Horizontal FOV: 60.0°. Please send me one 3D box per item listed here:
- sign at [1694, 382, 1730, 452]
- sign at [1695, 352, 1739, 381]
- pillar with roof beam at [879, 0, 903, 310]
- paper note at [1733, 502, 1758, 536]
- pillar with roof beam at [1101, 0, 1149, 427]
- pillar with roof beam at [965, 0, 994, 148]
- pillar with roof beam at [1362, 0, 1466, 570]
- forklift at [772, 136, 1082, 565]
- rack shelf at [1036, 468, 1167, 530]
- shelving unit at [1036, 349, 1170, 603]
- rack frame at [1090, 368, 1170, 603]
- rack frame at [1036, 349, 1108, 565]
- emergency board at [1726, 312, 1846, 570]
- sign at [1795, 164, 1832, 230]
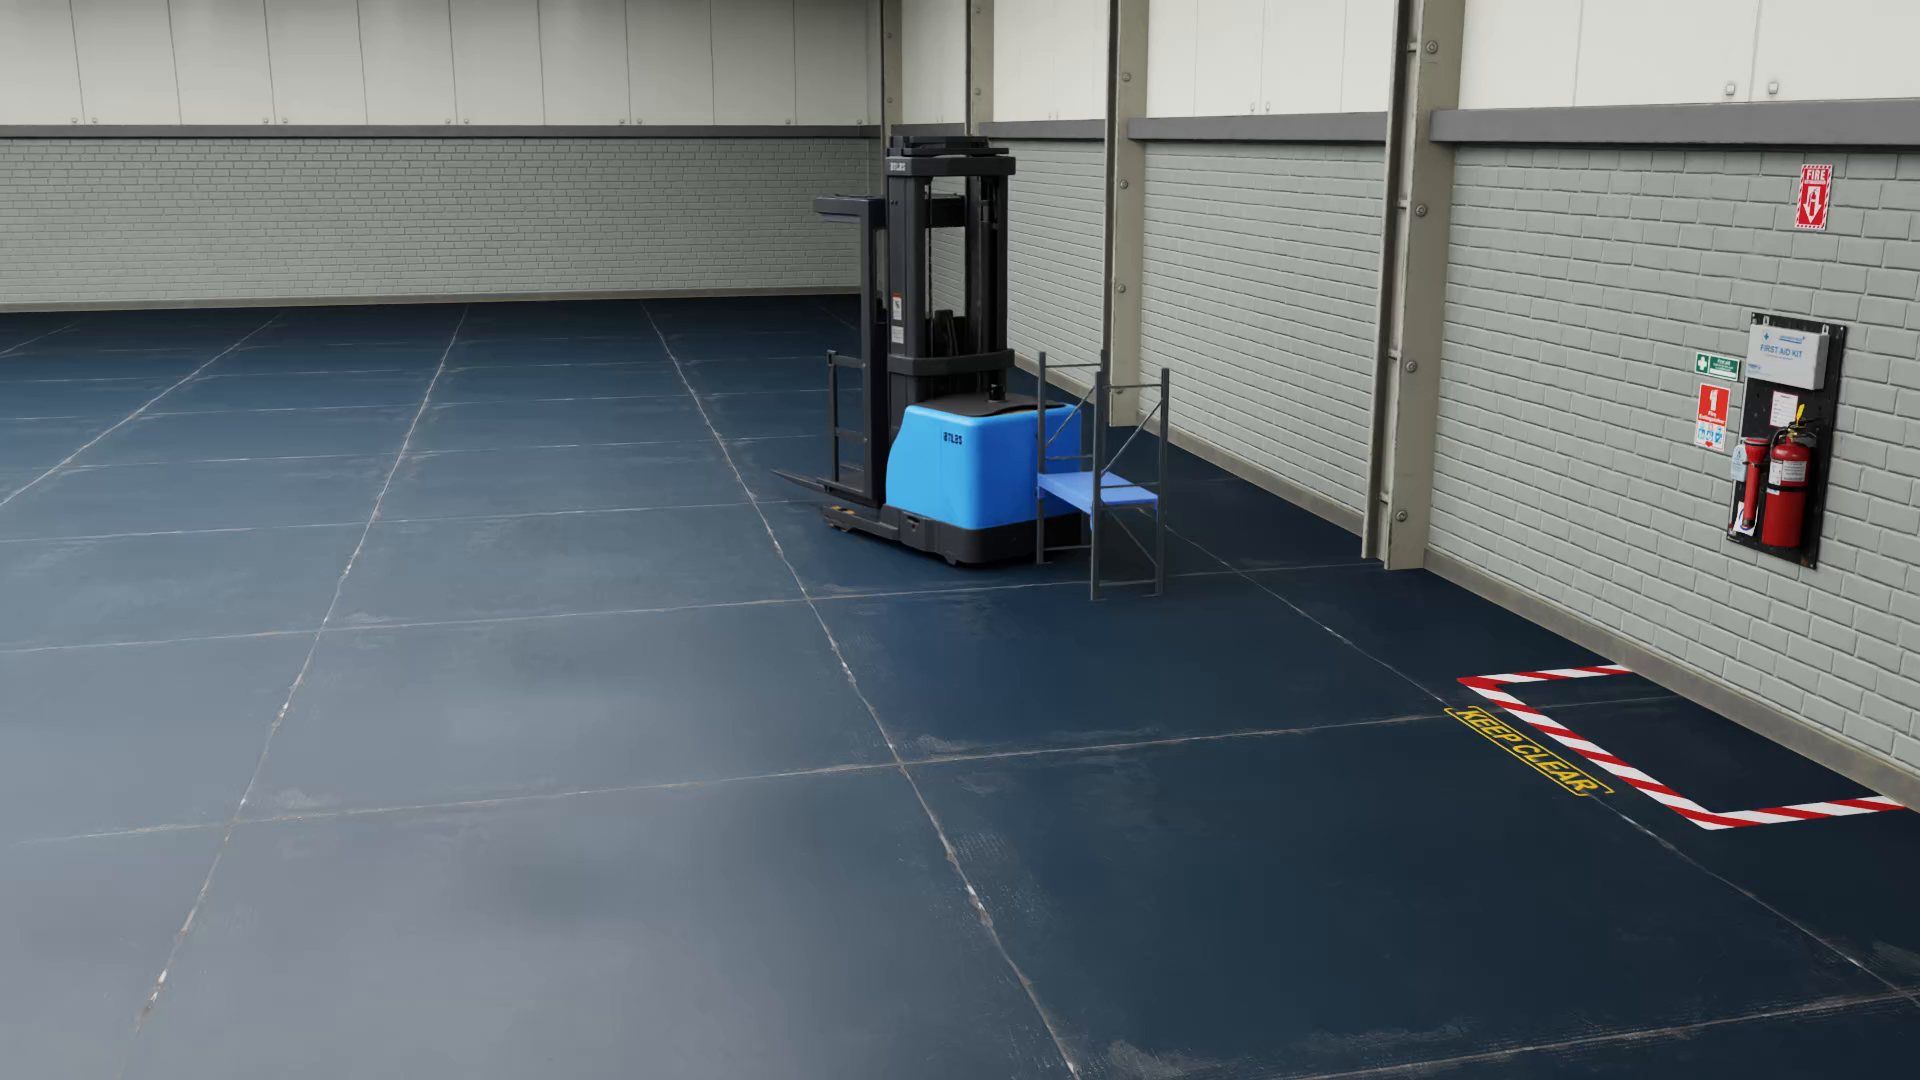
[{"bbox_3d":[3.914,-0.641,8.657,0.001,0.329,0.234,-3,14,-13],"label":"sign"},{"bbox_3d":[3.907,-0.897,8.587,0.001,0.109,0.331,-3,14,-13],"label":"sign"},{"bbox_3d":[-5.334,-8.129,26.741,9.100,9.000,0.400,-3,14,-13],"label":"pillar with roof beam"},{"bbox_3d":[3.970,-0.107,8.403,0.016,0.148,0.142,-3,14,-13],"label":"paper note"},{"bbox_3d":[-2.516,-5.361,15.410,9.100,9.000,0.400,-3,14,-13],"label":"pillar with roof beam"},{"bbox_3d":[-3.925,-6.745,21.075,9.100,9.000,0.400,-3,14,-13],"label":"pillar with roof beam"},{"bbox_3d":[-1.106,-3.977,9.744,9.100,9.000,0.400,-3,14,-13],"label":"pillar with roof beam"},{"bbox_3d":[-0.402,-1.544,12.572,1.130,2.935,3.031,-10,17,-35],"label":"forklift"},{"bbox_3d":[0.935,-0.285,11.192,0.538,0.185,1.000,-4,14,-17],"label":"rack shelf"},{"bbox_3d":[0.935,-0.460,11.150,0.538,1.500,1.048,-4,14,-17],"label":"shelving unit"},{"bbox_3d":[1.089,-0.345,10.679,0.500,1.500,0.032,-4,14,-17],"label":"rack frame"},{"bbox_3d":[0.780,-0.575,11.620,0.500,1.500,0.032,-4,14,-17],"label":"rack frame"},{"bbox_3d":[3.944,-0.491,8.115,0.194,1.169,0.643,-3,14,-13],"label":"emergency board"},{"bbox_3d":[4.039,-1.624,7.870,0.001,0.298,0.199,-3,14,-13],"label":"sign"}]
